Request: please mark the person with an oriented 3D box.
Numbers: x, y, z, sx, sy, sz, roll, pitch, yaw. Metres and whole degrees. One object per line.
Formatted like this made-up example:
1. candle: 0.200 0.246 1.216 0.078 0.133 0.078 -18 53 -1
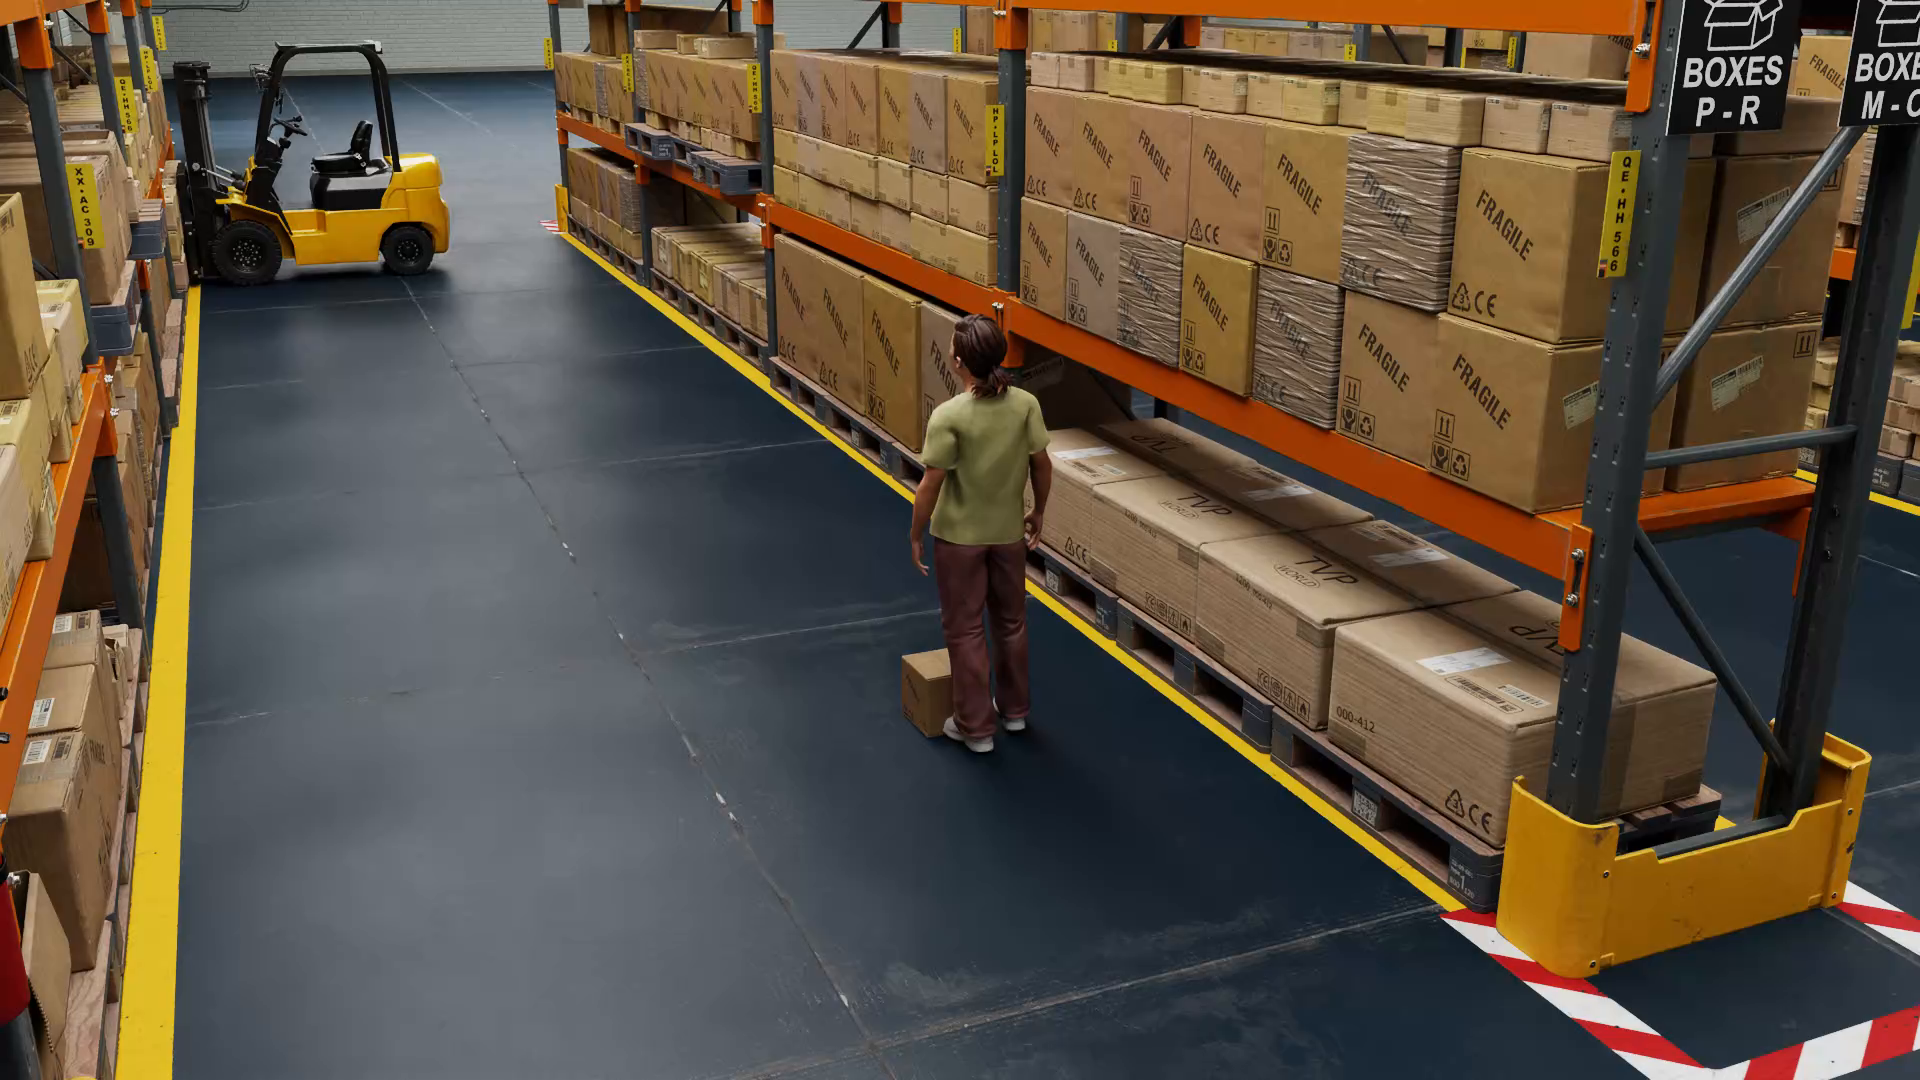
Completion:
1. person: 0.050 -0.027 6.116 0.555 1.675 0.549 -8 20 -22
